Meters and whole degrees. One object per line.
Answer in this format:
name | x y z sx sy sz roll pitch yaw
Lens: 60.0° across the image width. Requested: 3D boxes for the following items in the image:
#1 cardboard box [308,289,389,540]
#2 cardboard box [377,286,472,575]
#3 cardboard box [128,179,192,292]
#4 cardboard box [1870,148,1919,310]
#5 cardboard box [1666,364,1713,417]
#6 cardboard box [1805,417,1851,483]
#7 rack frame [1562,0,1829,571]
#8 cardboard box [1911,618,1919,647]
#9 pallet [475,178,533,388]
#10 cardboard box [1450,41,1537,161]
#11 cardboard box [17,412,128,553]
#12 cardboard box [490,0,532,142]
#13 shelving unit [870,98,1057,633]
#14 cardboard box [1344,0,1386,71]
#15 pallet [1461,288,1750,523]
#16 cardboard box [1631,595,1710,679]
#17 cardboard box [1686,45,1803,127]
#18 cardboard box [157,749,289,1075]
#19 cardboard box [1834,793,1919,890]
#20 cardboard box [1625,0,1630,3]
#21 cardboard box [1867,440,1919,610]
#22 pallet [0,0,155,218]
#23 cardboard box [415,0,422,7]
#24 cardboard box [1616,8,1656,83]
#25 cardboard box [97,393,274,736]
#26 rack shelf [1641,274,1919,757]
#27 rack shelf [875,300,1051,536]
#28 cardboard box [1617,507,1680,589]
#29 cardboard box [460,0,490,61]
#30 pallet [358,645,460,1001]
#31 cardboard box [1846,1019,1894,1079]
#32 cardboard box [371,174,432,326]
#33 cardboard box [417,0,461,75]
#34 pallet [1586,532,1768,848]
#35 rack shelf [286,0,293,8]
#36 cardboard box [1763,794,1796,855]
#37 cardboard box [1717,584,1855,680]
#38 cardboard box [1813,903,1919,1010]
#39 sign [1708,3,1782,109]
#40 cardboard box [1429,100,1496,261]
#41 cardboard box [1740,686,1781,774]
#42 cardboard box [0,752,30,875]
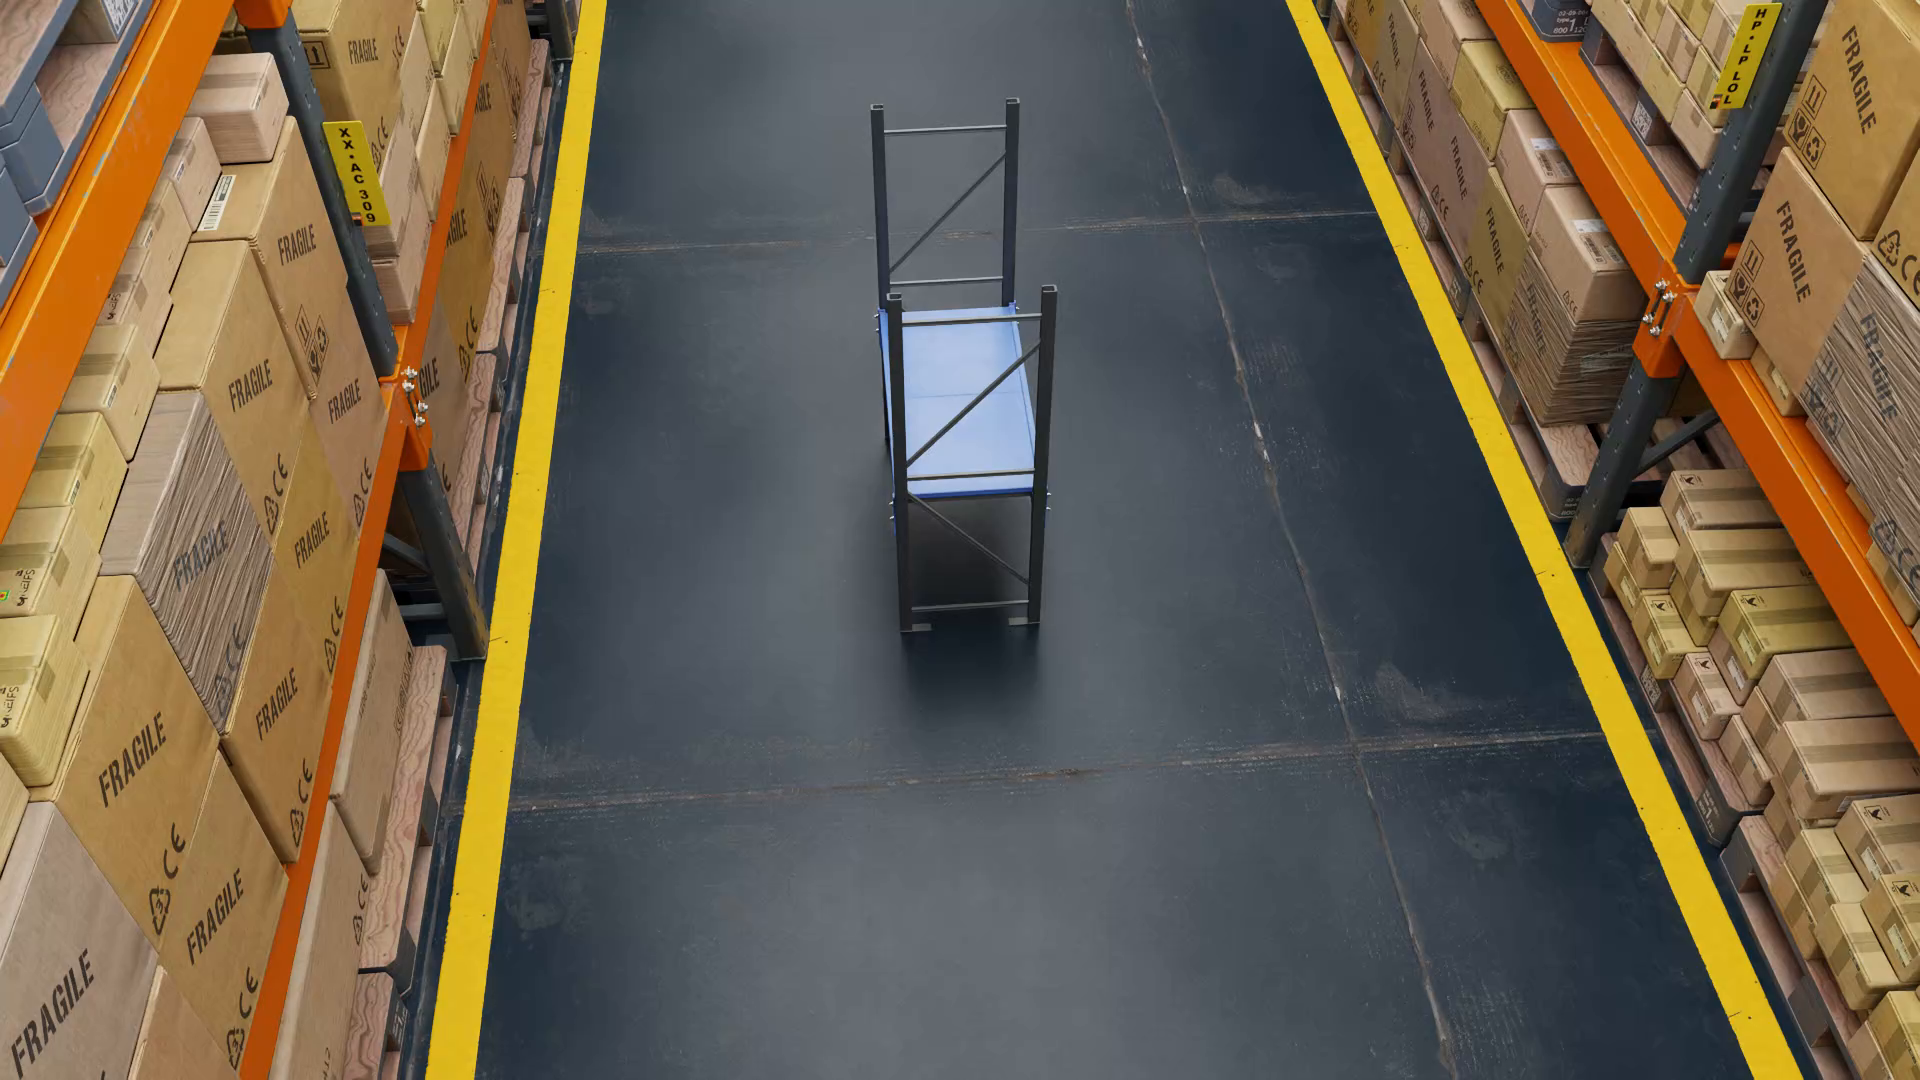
cardboard box | -1.874 -0.334 4.431 0.500 0.500 0.500 -3 47 -3
cardboard box | -2.300 -0.477 5.810 0.875 0.875 0.875 -2 47 -2
cardboard box | -1.900 -0.639 3.585 0.380 0.149 0.250 -3 47 -3
cardboard box | 2.610 -0.759 3.940 0.500 0.500 0.500 -5 47 -4
cardboard box | 2.959 -0.829 6.402 0.500 0.500 0.500 -2 47 -2
cardboard box | 2.624 -0.310 4.651 0.380 0.149 0.250 -5 47 -5
rack frame | 2.756 -0.994 5.125 1.000 3.000 0.127 -3 47 -3
cardboard box | 2.613 0.268 4.104 0.380 0.149 0.250 -2 47 -2
pallet | -2.413 -1.099 7.146 1.003 0.211 1.213 -3 47 -3
cardboard box | 2.354 -1.814 6.818 0.500 0.250 0.500 -5 47 -5
cardboard box | -1.781 -0.089 3.064 0.380 0.149 0.250 -4 47 -4
cardboard box | -2.528 -2.423 7.653 0.875 0.875 0.875 -4 47 -4
shelving unit | -0.007 -0.577 5.764 0.538 1.500 1.048 -3 47 -3
cardboard box | 2.226 -2.645 8.122 0.500 0.500 0.500 -5 47 -5
pallet | 2.690 -0.598 6.671 1.003 0.211 1.213 -3 47 -3
cardboard box | 2.489 0.318 5.557 0.380 0.149 0.250 -2 47 -2
cardboard box | 2.526 -1.430 5.217 0.380 0.149 0.250 -2 47 -2
cardboard box | -1.741 0.781 3.376 0.500 0.500 0.500 -2 47 -2
cardboard box | 2.702 0.851 4.643 0.380 0.149 0.250 -5 47 -5
cardboard box | 2.458 -1.998 5.755 0.380 0.149 0.250 -5 47 -5
cardboard box | 2.601 -0.032 3.941 0.500 0.500 0.500 -4 47 -4
pallet | -2.110 -1.028 3.153 1.003 0.211 1.213 -3 47 -3
cardboard box | -2.028 -2.063 5.380 0.500 0.500 0.500 -5 47 -4
cardboard box | 2.484 -1.695 5.673 0.380 0.149 0.250 -4 47 -3
cardboard box | -1.767 0.062 3.368 0.500 0.500 0.500 -3 47 -3
rack shelf | 2.924 0.701 4.016 1.077 0.370 4.000 -3 47 -3
rack shelf | -0.007 -0.454 5.895 0.538 0.185 1.000 -3 47 -3
cardboard box | 2.468 0.022 5.633 0.380 0.149 0.250 -2 47 -1
cardboard box | -2.046 -2.011 6.192 0.500 0.250 0.500 -4 47 -4
pallet | -2.182 0.894 5.258 1.003 0.211 1.213 -3 47 -3
cardboard box | 2.660 1.434 4.500 0.380 0.149 0.250 -3 47 -3
cardboard box | -1.942 -0.902 5.142 0.500 0.250 0.500 -4 47 -4
cardboard box | -2.011 -1.818 5.664 0.500 0.250 0.500 -3 47 -3
pallet | 2.848 0.449 5.679 1.003 0.211 1.213 -3 47 -3
rack shelf | -2.335 -2.851 5.313 1.077 0.370 4.000 -3 47 -3
cardboard box | 2.690 0.868 5.037 0.380 0.149 0.250 -5 47 -5
cardboard box | 2.613 0.283 5.181 0.380 0.149 0.250 -4 47 -4
cardboard box | 2.607 1.136 4.578 0.380 0.149 0.250 -3 47 -3
sign | 2.203 -1.355 4.670 0.100 0.325 0.005 -3 47 -3
cardboard box | 2.362 -1.541 7.076 0.500 0.500 0.500 -4 47 -4
cardboard box | 2.654 0.569 5.115 0.380 0.149 0.250 -6 47 -5
cardboard box | -1.681 0.460 2.544 0.380 0.149 0.250 -3 47 -3
